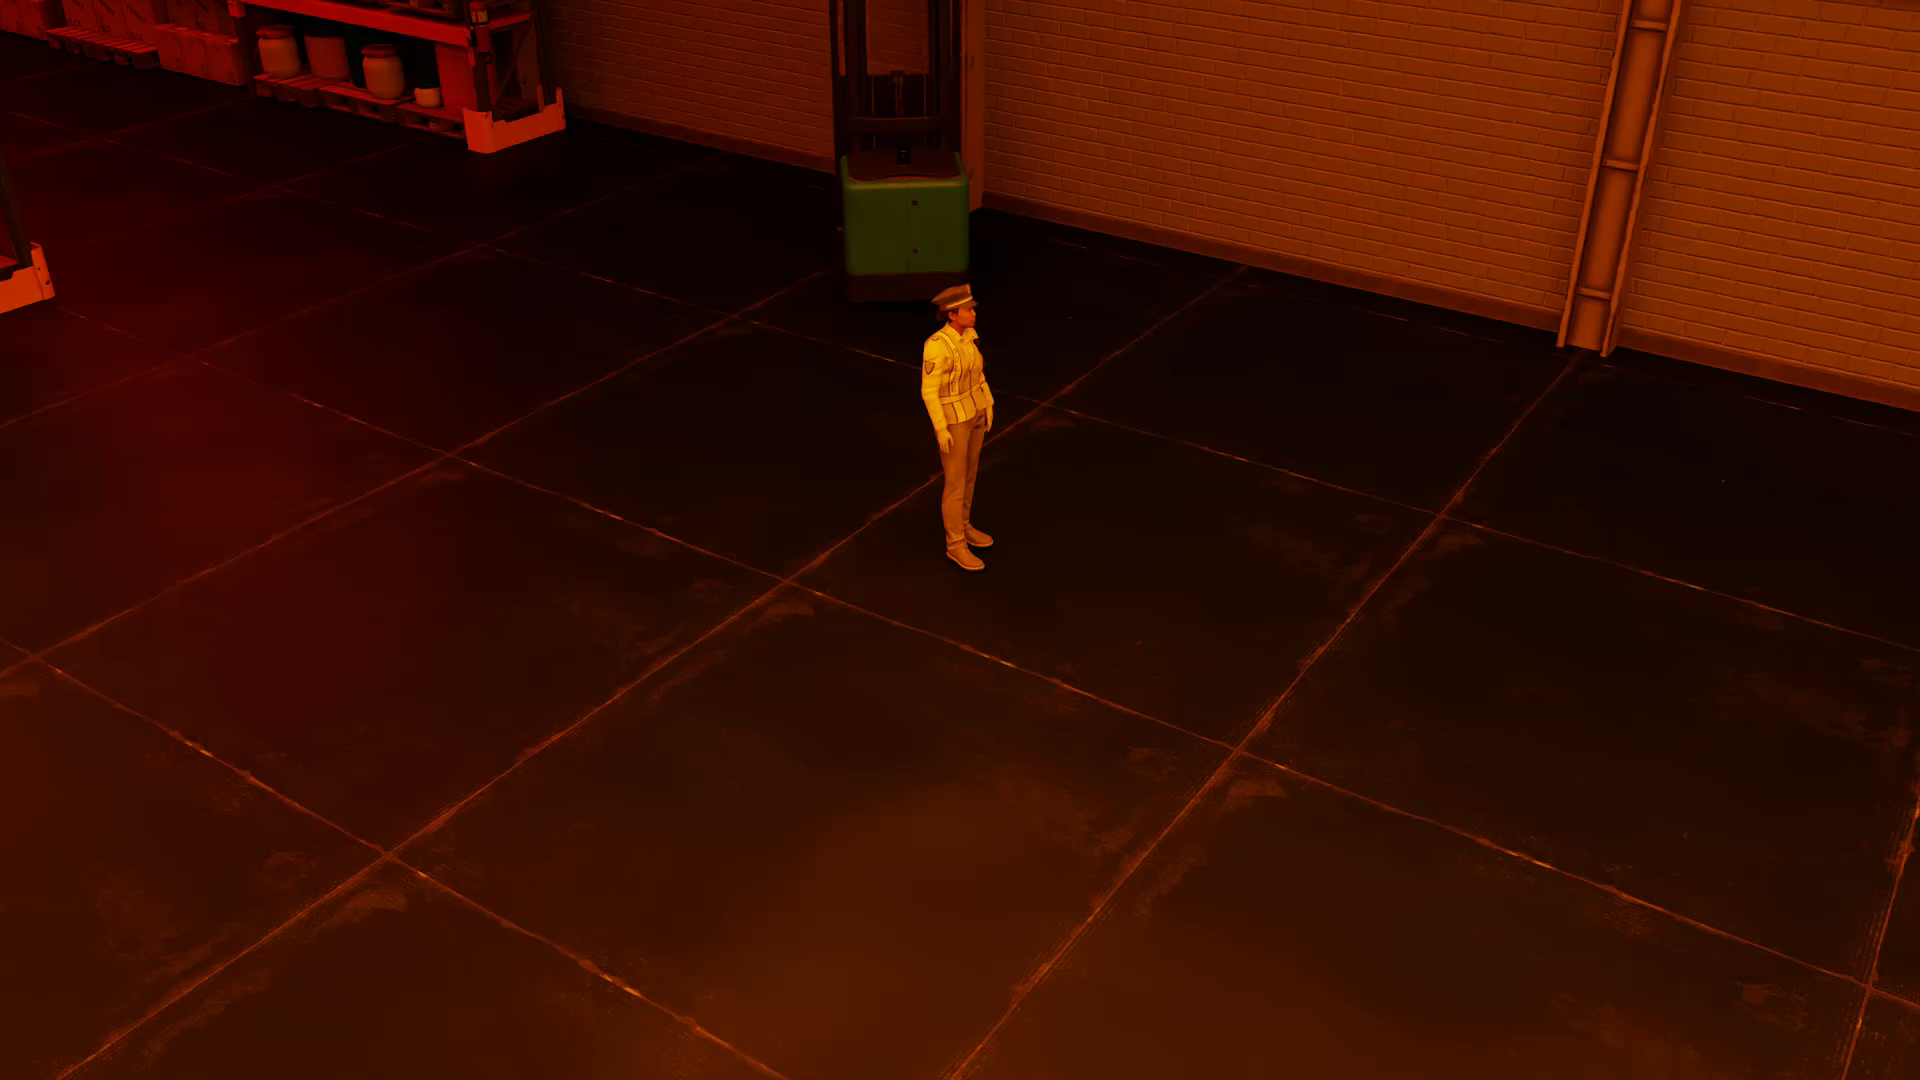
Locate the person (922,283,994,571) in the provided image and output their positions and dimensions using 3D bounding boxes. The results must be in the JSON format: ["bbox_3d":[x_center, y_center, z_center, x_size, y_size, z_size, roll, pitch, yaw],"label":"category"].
[{"bbox_3d":[0.053,-0.717,10.033,0.530,1.694,0.586,19,35,29],"label":"person"}]

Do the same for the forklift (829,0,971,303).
[{"bbox_3d":[-0.567,-3.943,14.371,1.130,2.935,3.031,-3,30,-5],"label":"forklift"}]
